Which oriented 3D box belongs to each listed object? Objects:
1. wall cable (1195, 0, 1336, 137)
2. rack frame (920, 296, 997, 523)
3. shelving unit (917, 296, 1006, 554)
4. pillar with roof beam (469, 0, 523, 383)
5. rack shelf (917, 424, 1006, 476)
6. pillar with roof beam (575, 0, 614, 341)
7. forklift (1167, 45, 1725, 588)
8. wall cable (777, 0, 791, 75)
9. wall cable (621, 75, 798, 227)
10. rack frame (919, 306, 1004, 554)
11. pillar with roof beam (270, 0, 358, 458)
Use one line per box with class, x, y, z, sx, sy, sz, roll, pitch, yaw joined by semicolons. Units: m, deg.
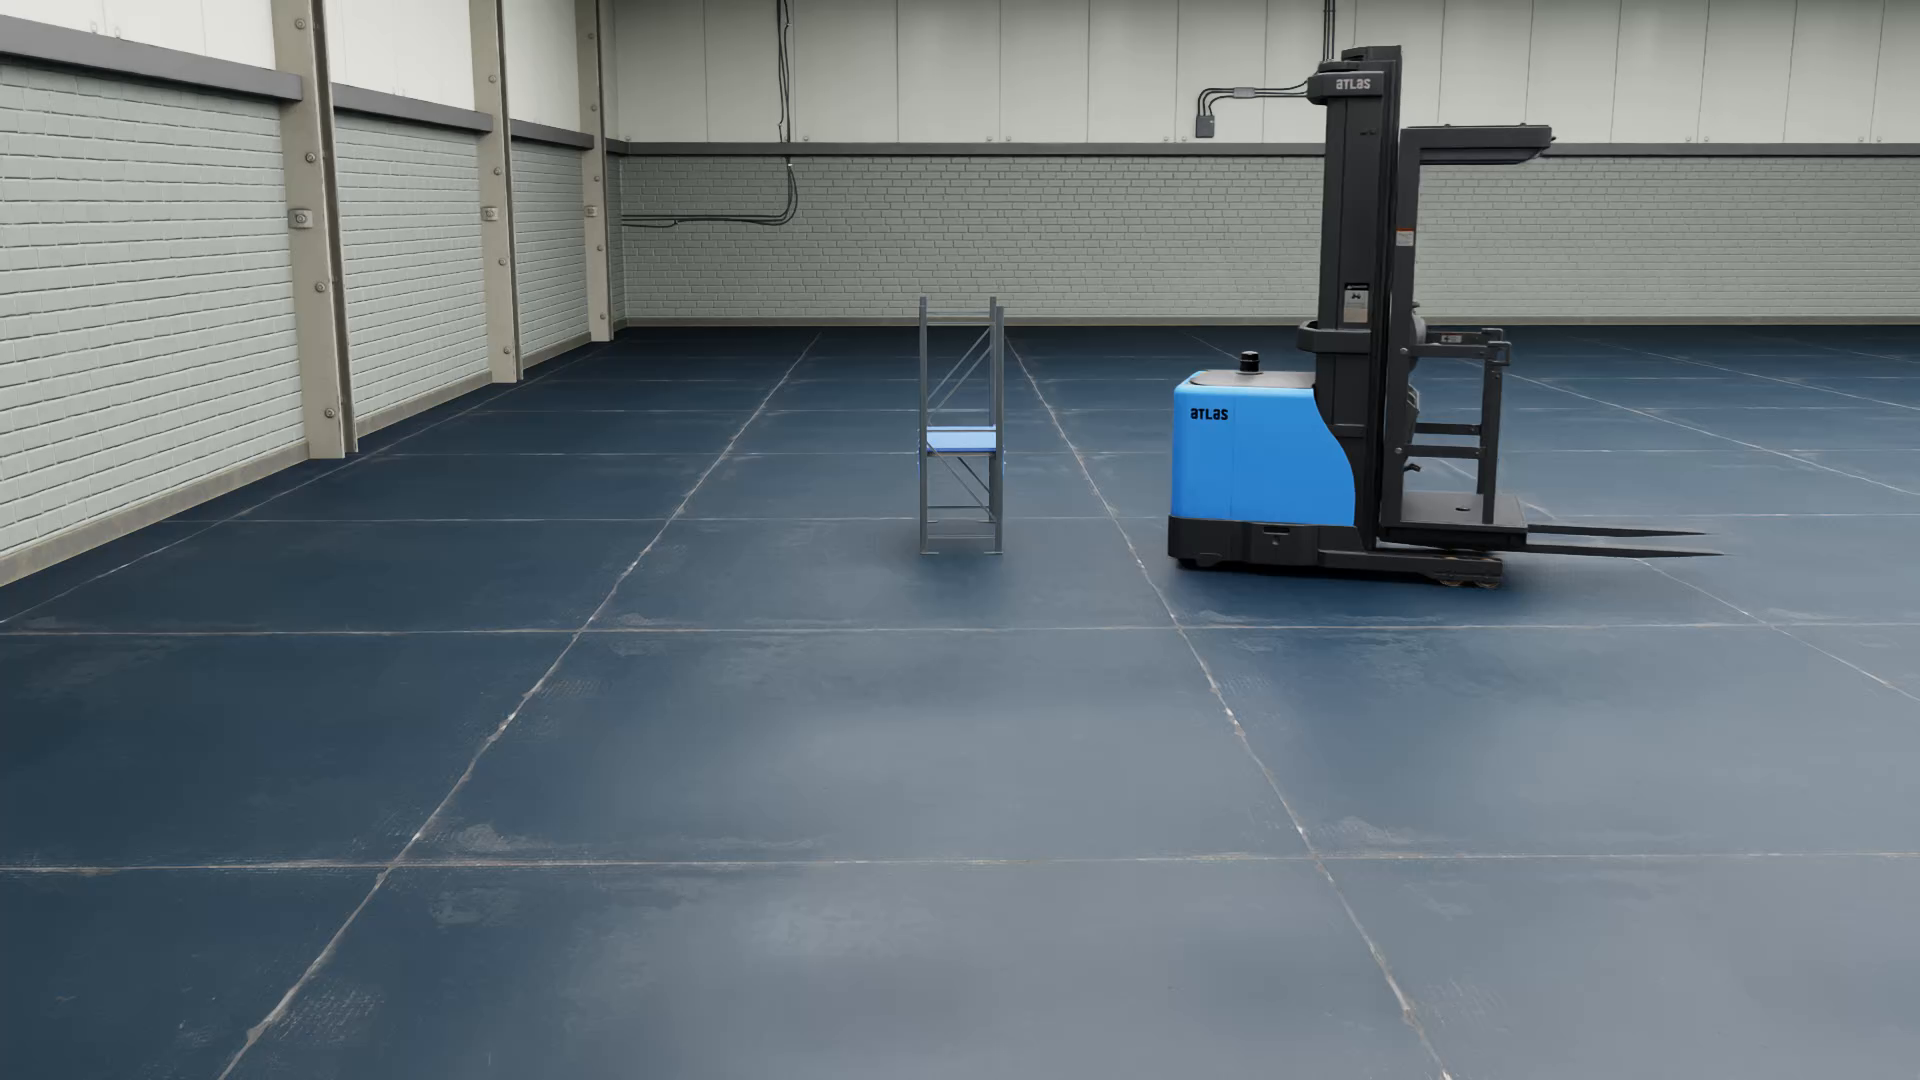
wall cable;5.173;-9.813;27.740;2.305;6.003;0.169;0;11;-1
rack frame;-0.012;-0.853;10.992;0.500;1.500;0.032;0;11;-1
shelving unit;-0.002;-0.752;10.494;0.538;1.500;1.048;0;11;-1
pillar with roof beam;-1.152;-6.344;19.196;9.100;9.000;0.400;0;11;-1
rack shelf;-0.002;-0.576;10.529;0.538;0.185;1.000;0;11;-1
pillar with roof beam;-1.276;-7.537;25.075;9.100;9.000;0.400;0;11;-1
forklift;2.795;-1.285;9.519;3.031;2.935;1.130;3;12;15
wall cable;-1.614;-9.074;27.763;3.097;2.526;0.112;0;11;-1
wall cable;-4.319;-6.588;28.210;3.097;2.526;0.112;0;11;-1
rack frame;0.009;-0.651;9.995;0.500;1.500;0.032;0;11;-1
pillar with roof beam;-1.028;-5.151;13.317;9.100;9.000;0.400;0;11;-1
